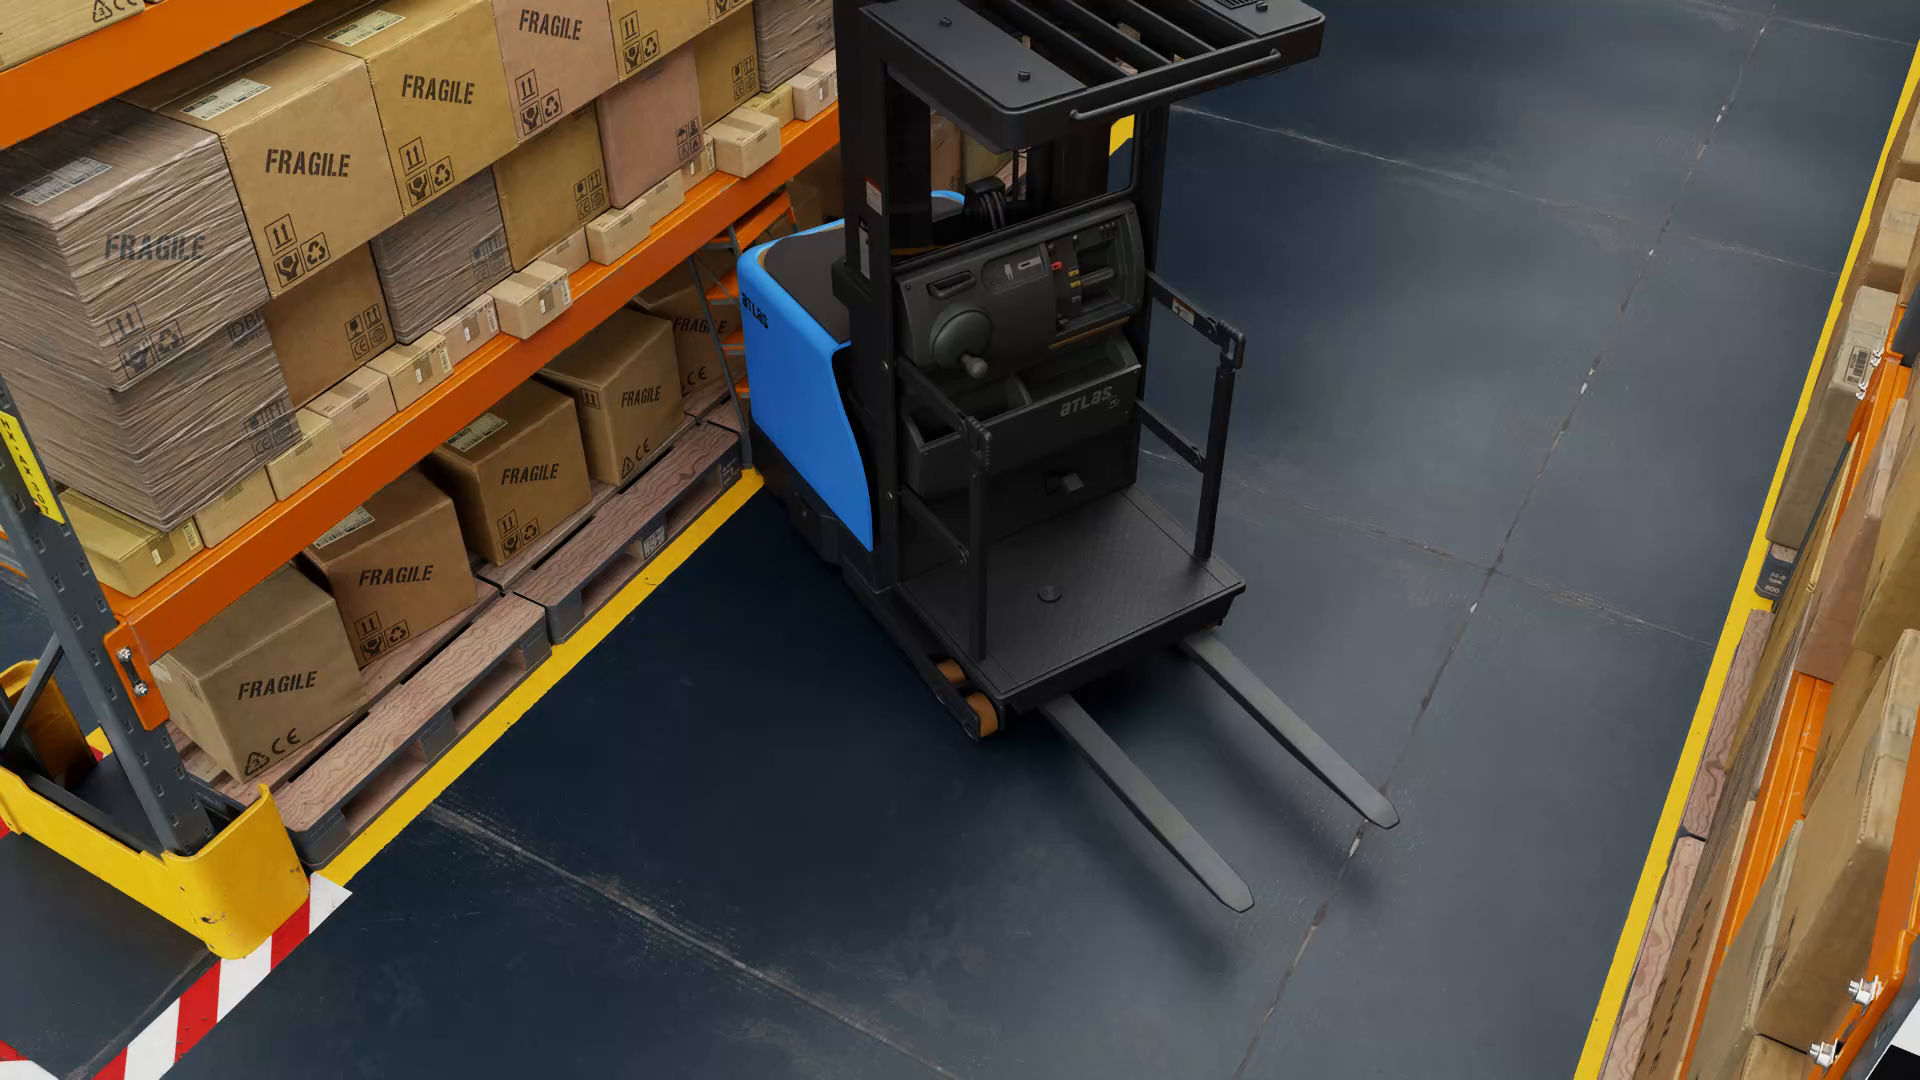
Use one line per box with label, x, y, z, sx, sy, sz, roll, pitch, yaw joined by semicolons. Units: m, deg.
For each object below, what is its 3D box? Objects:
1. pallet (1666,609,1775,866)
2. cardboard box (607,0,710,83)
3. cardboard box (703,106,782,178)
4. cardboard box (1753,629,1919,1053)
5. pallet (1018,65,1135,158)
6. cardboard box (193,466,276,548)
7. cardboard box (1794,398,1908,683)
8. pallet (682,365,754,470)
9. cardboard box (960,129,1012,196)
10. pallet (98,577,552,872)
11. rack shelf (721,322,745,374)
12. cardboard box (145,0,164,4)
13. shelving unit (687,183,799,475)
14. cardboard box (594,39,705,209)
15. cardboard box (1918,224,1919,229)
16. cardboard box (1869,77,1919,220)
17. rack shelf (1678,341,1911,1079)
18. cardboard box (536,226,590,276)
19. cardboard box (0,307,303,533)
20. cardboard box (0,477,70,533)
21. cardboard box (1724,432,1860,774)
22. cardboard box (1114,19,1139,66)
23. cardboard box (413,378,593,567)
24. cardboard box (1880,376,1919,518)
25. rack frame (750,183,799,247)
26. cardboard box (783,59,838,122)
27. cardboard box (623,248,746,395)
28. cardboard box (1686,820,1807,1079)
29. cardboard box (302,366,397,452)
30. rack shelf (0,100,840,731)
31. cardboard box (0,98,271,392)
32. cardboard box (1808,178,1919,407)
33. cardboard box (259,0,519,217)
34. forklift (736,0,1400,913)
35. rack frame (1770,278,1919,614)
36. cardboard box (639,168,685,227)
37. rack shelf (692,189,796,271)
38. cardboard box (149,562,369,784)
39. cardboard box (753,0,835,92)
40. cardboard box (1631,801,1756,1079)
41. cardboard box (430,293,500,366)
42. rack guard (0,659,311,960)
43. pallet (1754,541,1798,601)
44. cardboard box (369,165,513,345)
pallet;3.067;0.832;5.646;1.003;0.211;1.213;21;45;22
cardboard box;-1.216;-1.926;5.610;0.500;0.500;0.500;21;45;22
cardboard box;-0.921;-1.565;6.447;0.380;0.149;0.250;21;45;22
cardboard box;1.928;0.658;2.802;0.875;0.550;0.550;21;45;22
pallet;0.269;-2.422;9.341;1.003;0.211;1.213;21;45;22
cardboard box;-2.240;-0.160;4.852;0.380;0.149;0.250;21;45;22
cardboard box;2.713;0.127;4.223;0.875;0.550;0.550;21;45;22
pallet;-1.034;-0.880;7.589;1.003;0.211;1.213;21;45;22
cardboard box;-0.148;-2.160;8.492;0.700;0.500;0.500;21;45;22
pallet;-2.255;0.516;6.004;1.003;0.211;1.213;21;45;22
rack shelf;-0.788;-0.863;6.950;0.258;0.148;0.480;0;32;23
cardboard box;-2.013;-1.590;4.130;0.500;0.250;0.500;20;45;21
shelving unit;-0.803;-0.919;6.917;0.258;1.200;0.503;0;32;23
cardboard box;-1.451;-1.640;6.042;0.875;0.500;0.500;21;45;22
cardboard box;3.798;-1.338;5.924;0.500;0.500;0.500;20;45;22
cardboard box;5.134;-1.907;8.031;1.050;0.750;0.750;20;45;22
rack shelf;2.514;0.790;4.127;1.077;0.370;4.000;21;45;22
cardboard box;-1.536;-1.037;5.847;0.380;0.149;0.250;21;45;22
cardboard box;-2.431;-0.488;4.734;0.875;0.500;0.500;21;45;22
cardboard box;-2.766;-0.170;4.864;0.380;0.149;0.250;21;45;22
cardboard box;3.140;0.352;5.370;0.875;0.875;0.875;22;46;23
cardboard box;0.689;-3.126;9.589;0.700;0.500;0.500;17;44;19
cardboard box;-1.804;-0.310;6.406;0.500;0.500;0.500;25;47;26
cardboard box;2.737;-0.269;3.855;0.875;0.550;0.550;21;45;22
rack frame;-0.722;-1.050;7.106;0.240;1.200;0.015;0;32;23
cardboard box;-0.715;-1.868;6.791;0.380;0.149;0.250;21;45;22
cardboard box;-1.243;-0.996;7.185;0.500;0.500;0.500;-30;50;-30
cardboard box;1.916;1.059;3.164;0.875;0.550;0.550;21;45;22
cardboard box;-1.994;-0.448;5.179;0.380;0.149;0.250;21;45;22
rack shelf;-1.729;-0.908;6.056;1.077;0.370;4.000;21;45;22
cardboard box;-2.219;-0.782;4.312;0.500;0.500;0.500;21;45;22
cardboard box;4.234;-0.873;6.856;1.050;0.750;0.750;21;45;22
cardboard box;-1.714;-1.353;4.959;0.500;0.500;0.500;21;45;22
forklift;0.335;-0.750;5.383;1.130;2.935;3.031;-23;46;-24
rack frame;3.515;-0.624;5.189;1.000;3.000;0.127;21;45;22
cardboard box;-1.250;-1.309;6.157;0.380;0.149;0.250;21;45;22
rack shelf;-0.888;-1.251;6.724;0.258;0.148;0.480;0;32;23
cardboard box;-2.403;0.395;5.605;0.500;0.500;0.500;30;49;29
cardboard box;-1.007;-2.234;6.717;0.875;0.500;0.500;21;45;22
cardboard box;2.234;1.390;4.191;0.875;0.875;0.875;20;45;21
cardboard box;-1.761;-0.741;5.512;0.380;0.149;0.250;21;45;22
rack guard;-2.692;0.861;5.394;1.175;0.500;0.348;21;45;22
pallet;3.836;-0.044;6.640;1.003;0.211;1.213;21;45;22
cardboard box;-1.997;-1.086;5.413;0.875;0.500;0.500;21;45;22
